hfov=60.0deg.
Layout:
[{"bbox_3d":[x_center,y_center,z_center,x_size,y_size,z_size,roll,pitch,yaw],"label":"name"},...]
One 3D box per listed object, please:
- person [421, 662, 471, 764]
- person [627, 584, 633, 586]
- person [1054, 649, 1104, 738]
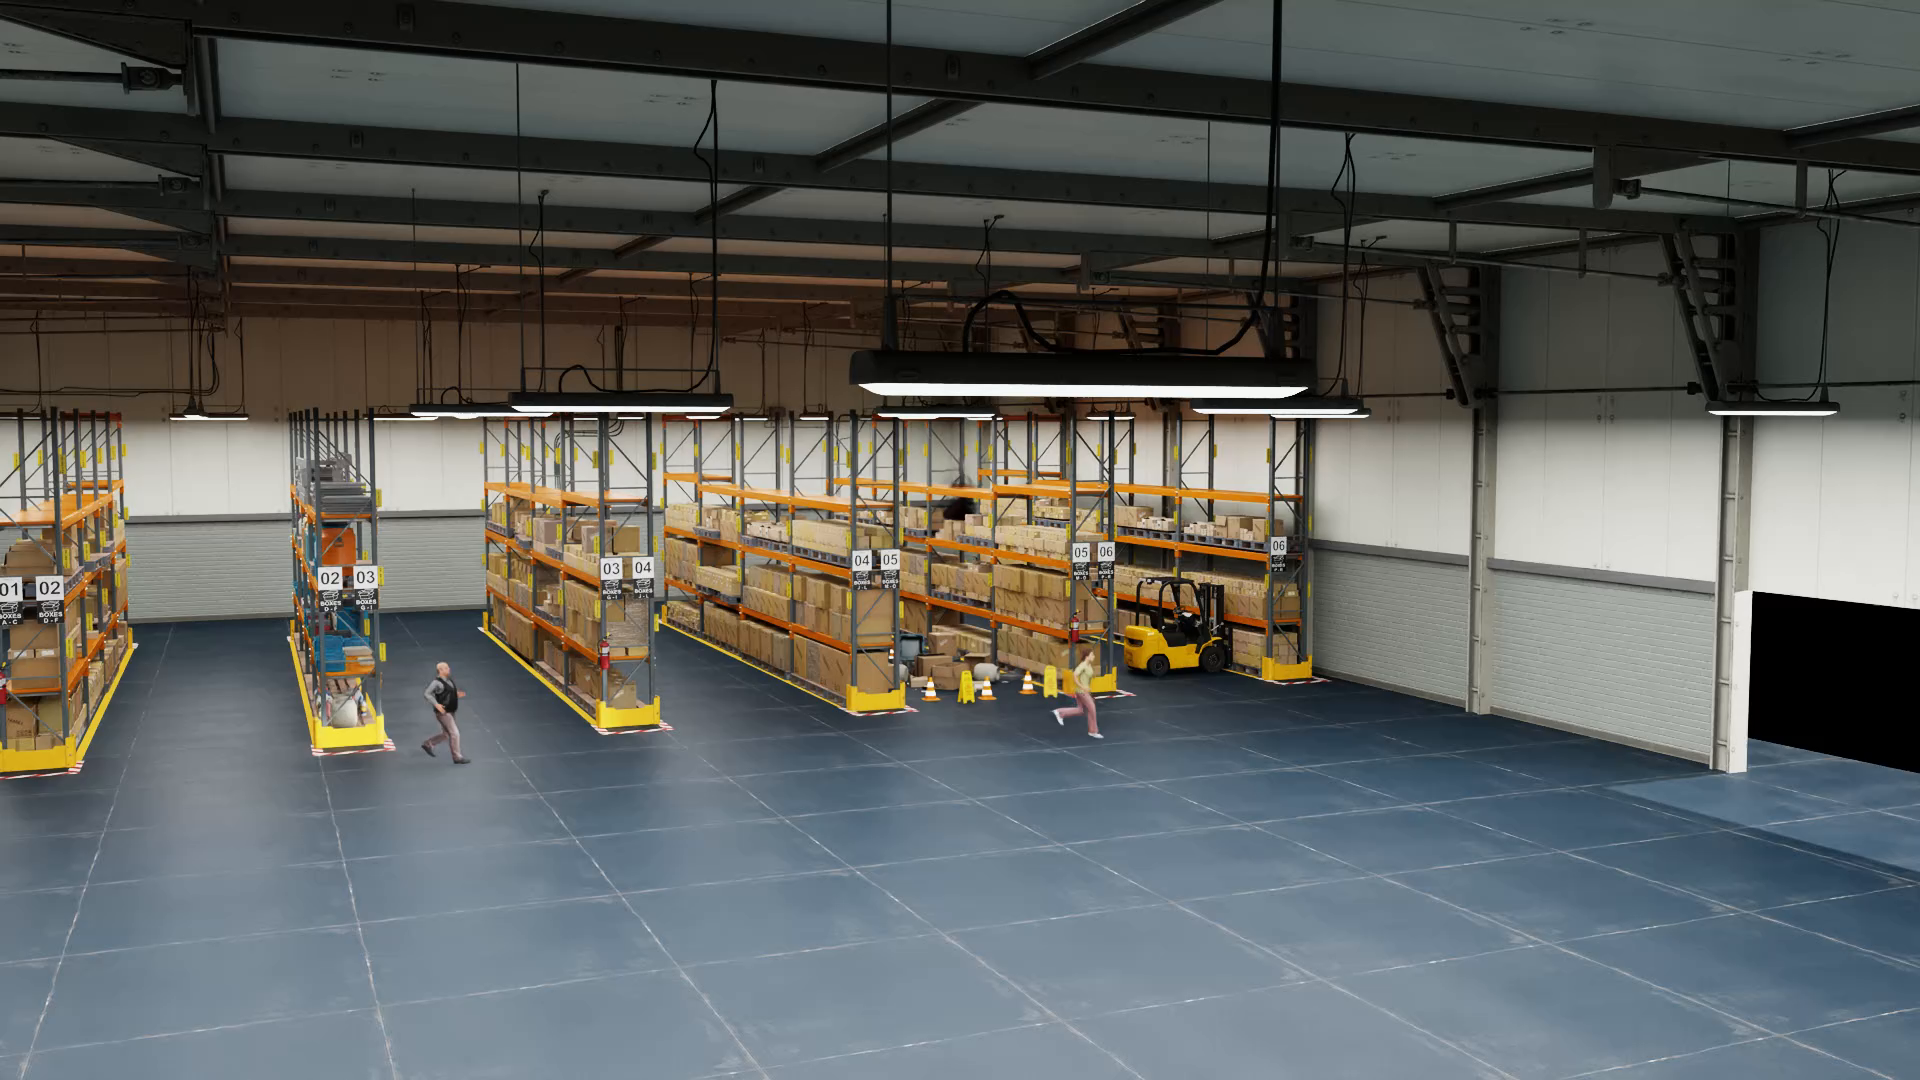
[{"bbox_3d":[-8.652,2.902,27.917,0.940,1.699,0.665,1,4,8],"label":"person"},{"bbox_3d":[-9.616,1.607,47.043,0.646,1.605,0.905,1,4,16],"label":"person"},{"bbox_3d":[2.170,2.803,30.402,0.933,1.651,0.585,1,4,16],"label":"person"}]
